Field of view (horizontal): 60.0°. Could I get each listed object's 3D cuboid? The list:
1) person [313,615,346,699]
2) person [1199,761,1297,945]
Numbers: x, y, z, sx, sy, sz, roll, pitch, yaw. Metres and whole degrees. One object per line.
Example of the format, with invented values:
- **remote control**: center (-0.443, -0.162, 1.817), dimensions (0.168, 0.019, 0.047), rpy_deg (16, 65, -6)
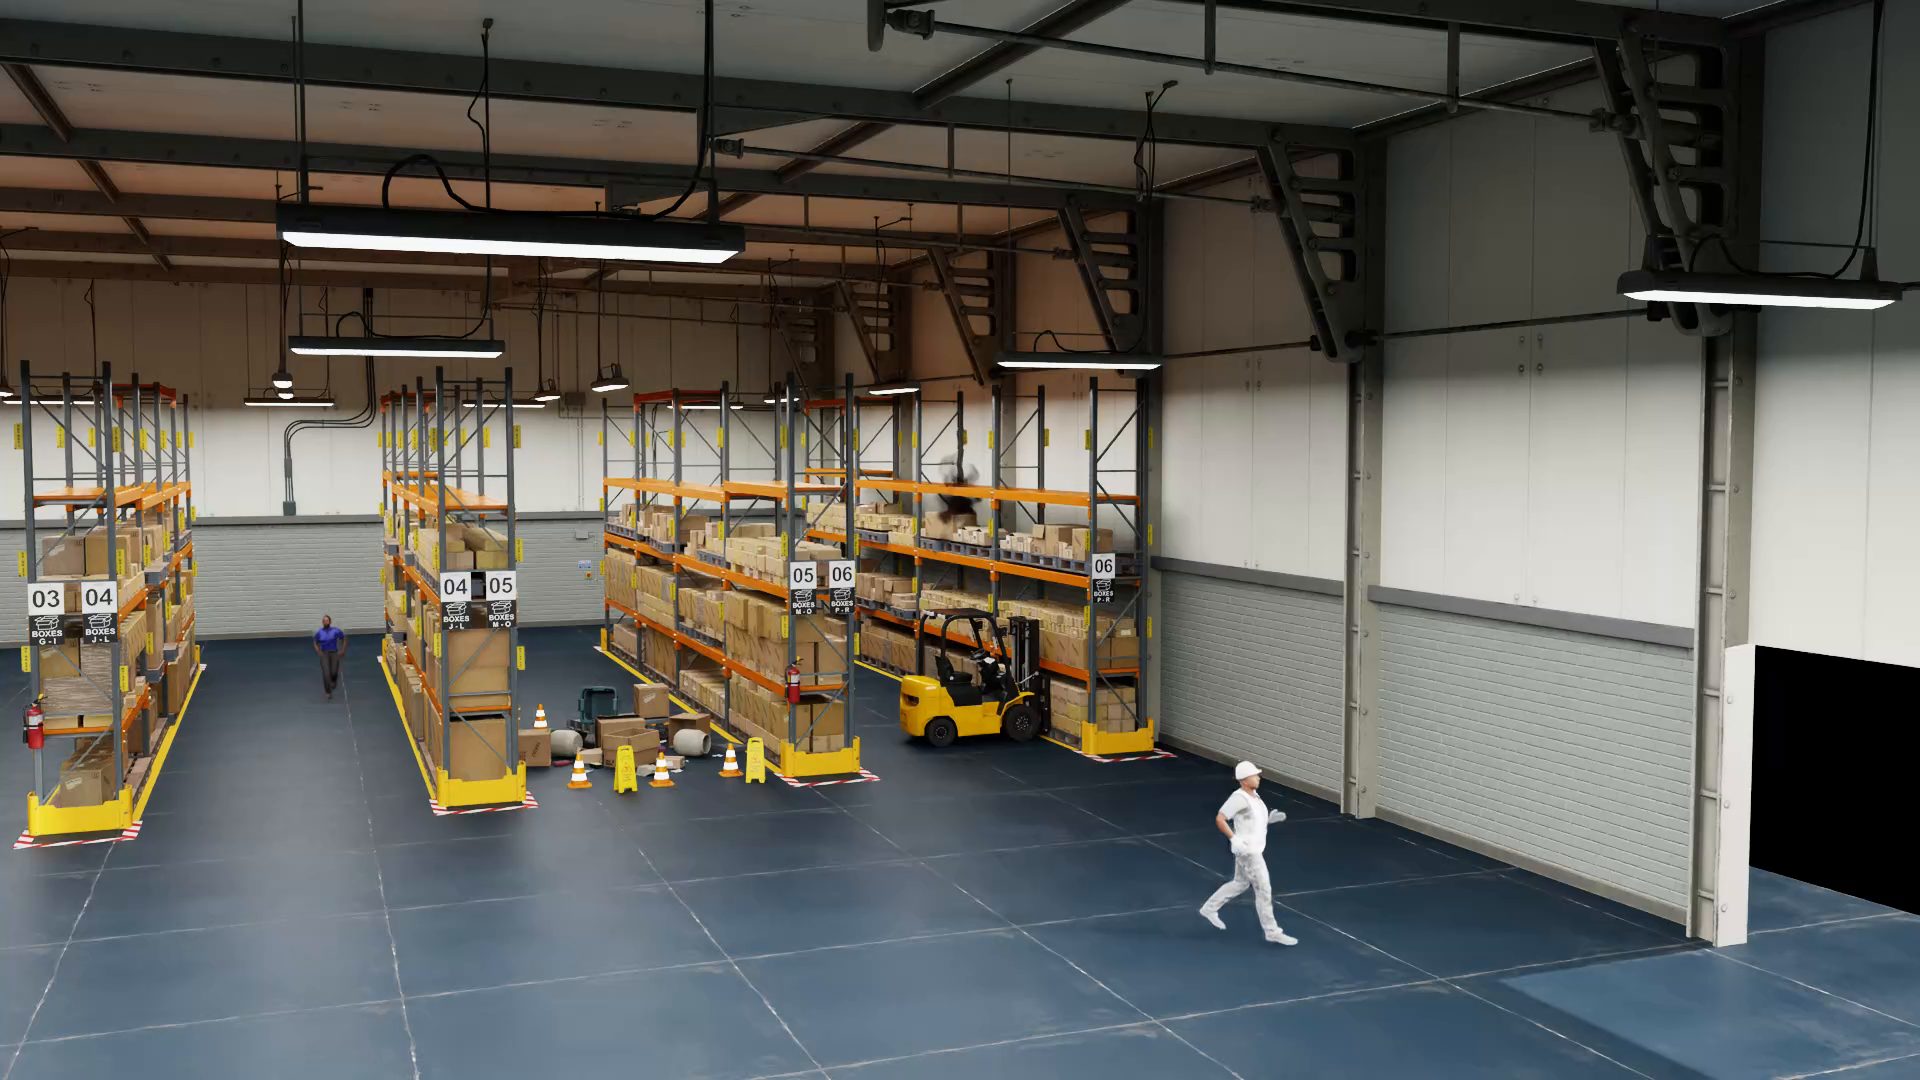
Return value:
- **person**: center (-12.232, 2.267, 32.271), dimensions (0.602, 1.621, 0.627), rpy_deg (-1, 4, -15)
- **person**: center (2.866, 3.085, 16.534), dimensions (0.997, 1.772, 0.682), rpy_deg (1, 4, 17)
